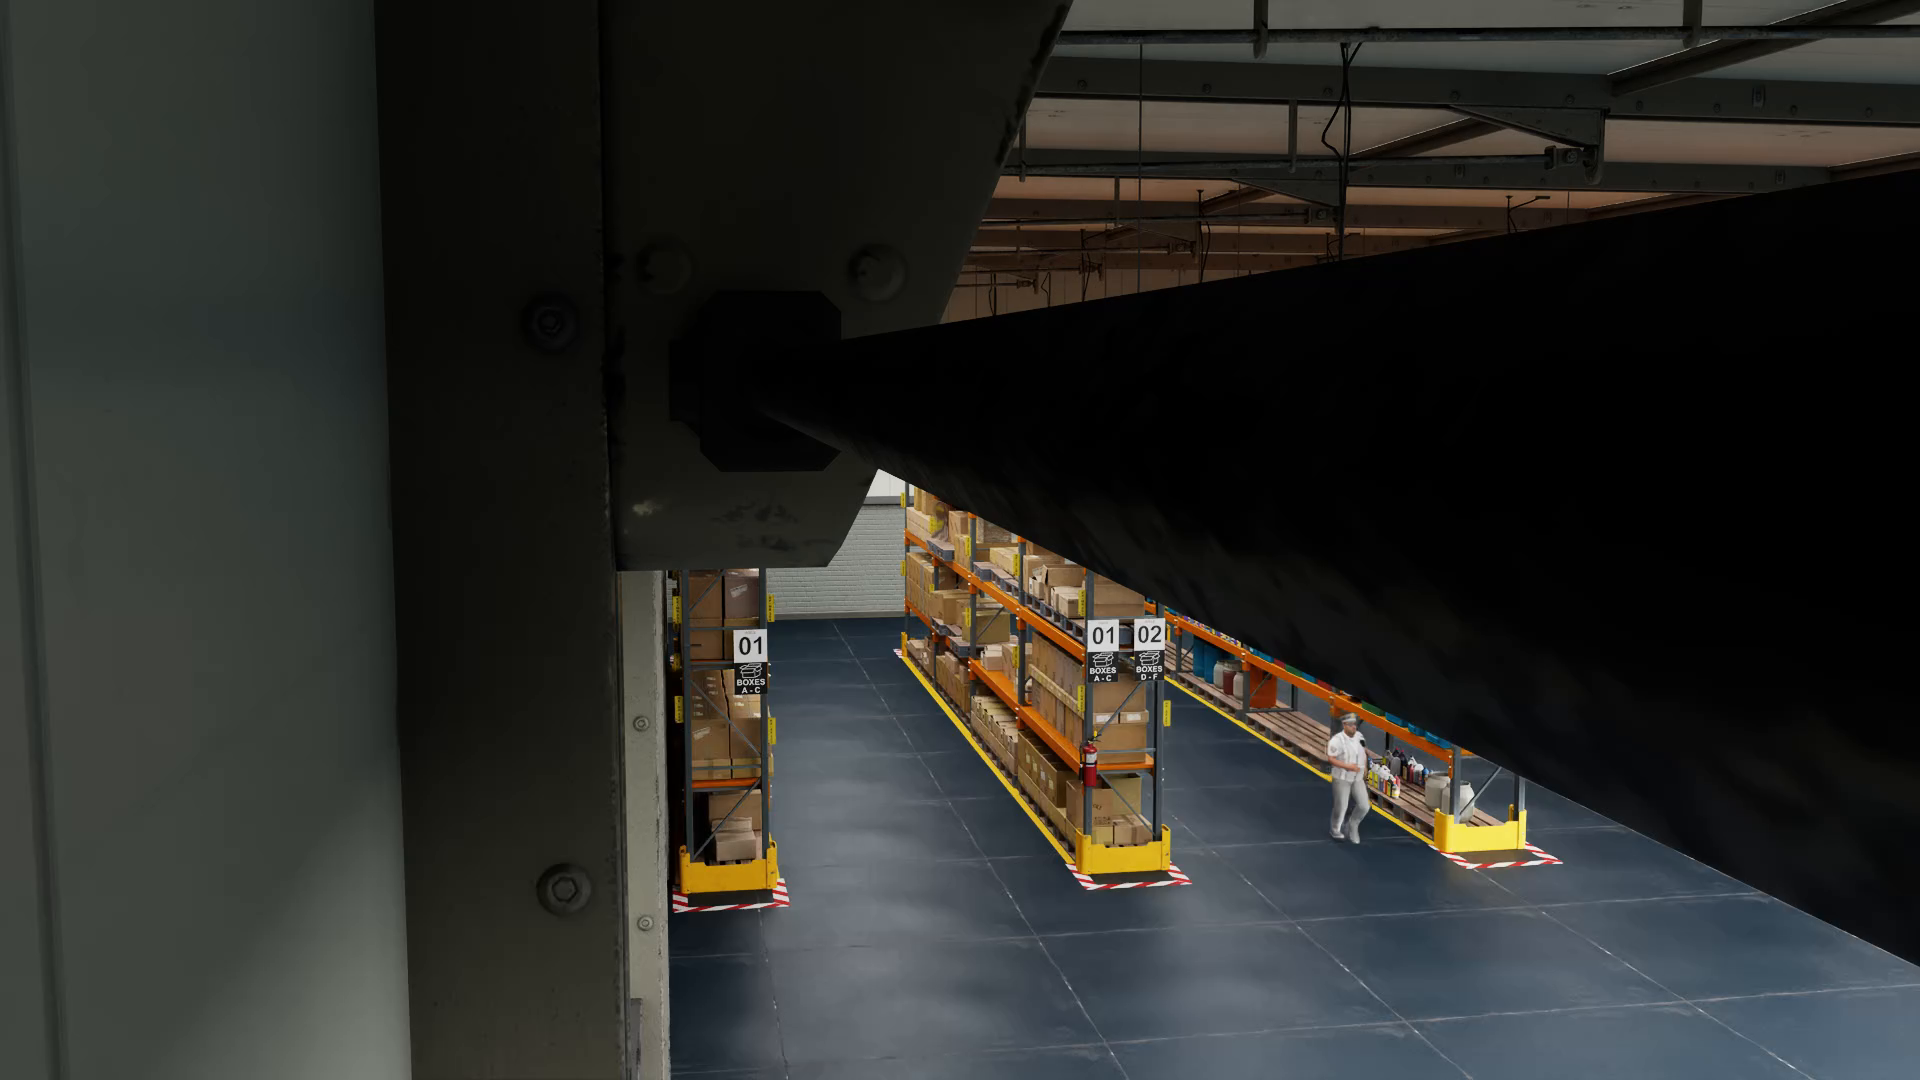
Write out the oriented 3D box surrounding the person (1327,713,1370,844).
[{"bbox_3d":[5.192,3.179,22.091,0.680,1.807,0.697,-2,6,-19],"label":"person"}]
